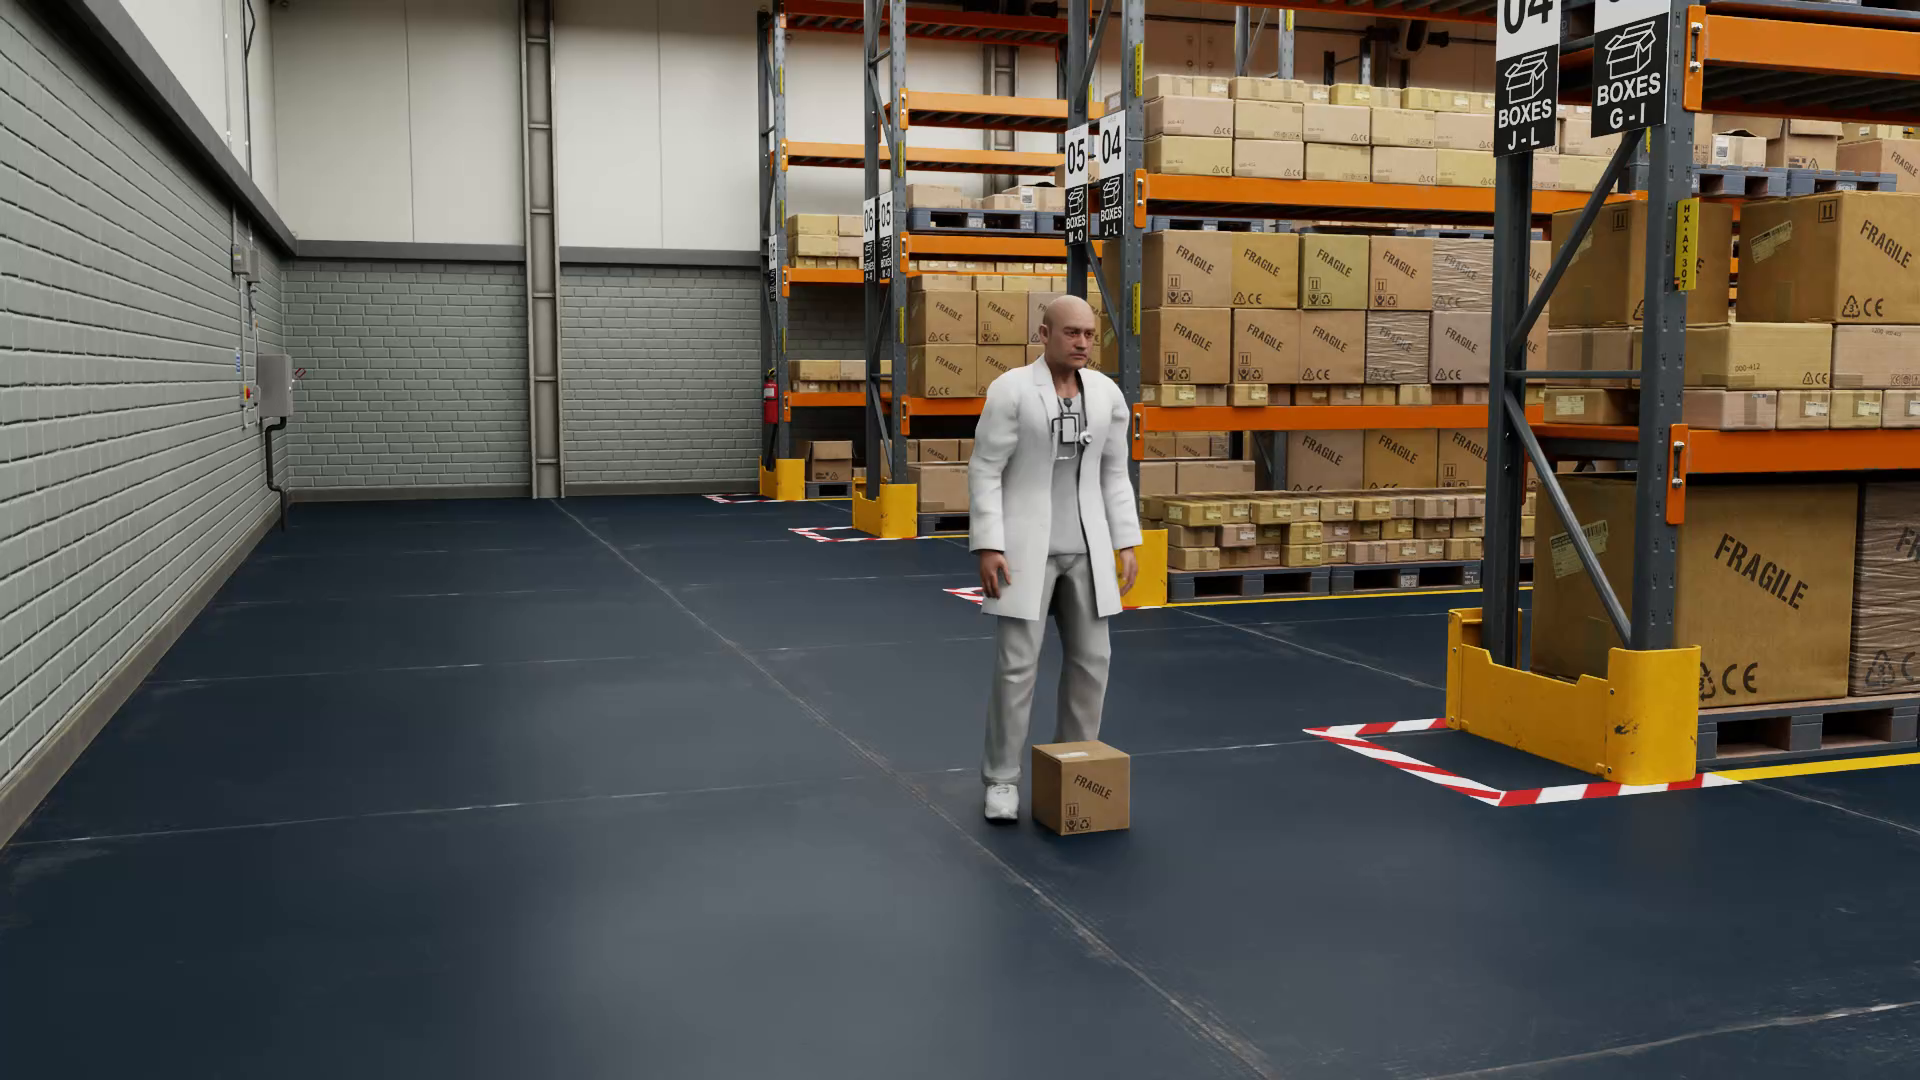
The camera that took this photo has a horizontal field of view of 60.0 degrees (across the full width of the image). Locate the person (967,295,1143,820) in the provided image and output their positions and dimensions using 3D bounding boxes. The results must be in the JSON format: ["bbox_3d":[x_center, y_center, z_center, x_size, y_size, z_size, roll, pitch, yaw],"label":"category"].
[{"bbox_3d":[0.334,0.049,5.763,0.654,1.774,0.421,-2,6,-22],"label":"person"}]
